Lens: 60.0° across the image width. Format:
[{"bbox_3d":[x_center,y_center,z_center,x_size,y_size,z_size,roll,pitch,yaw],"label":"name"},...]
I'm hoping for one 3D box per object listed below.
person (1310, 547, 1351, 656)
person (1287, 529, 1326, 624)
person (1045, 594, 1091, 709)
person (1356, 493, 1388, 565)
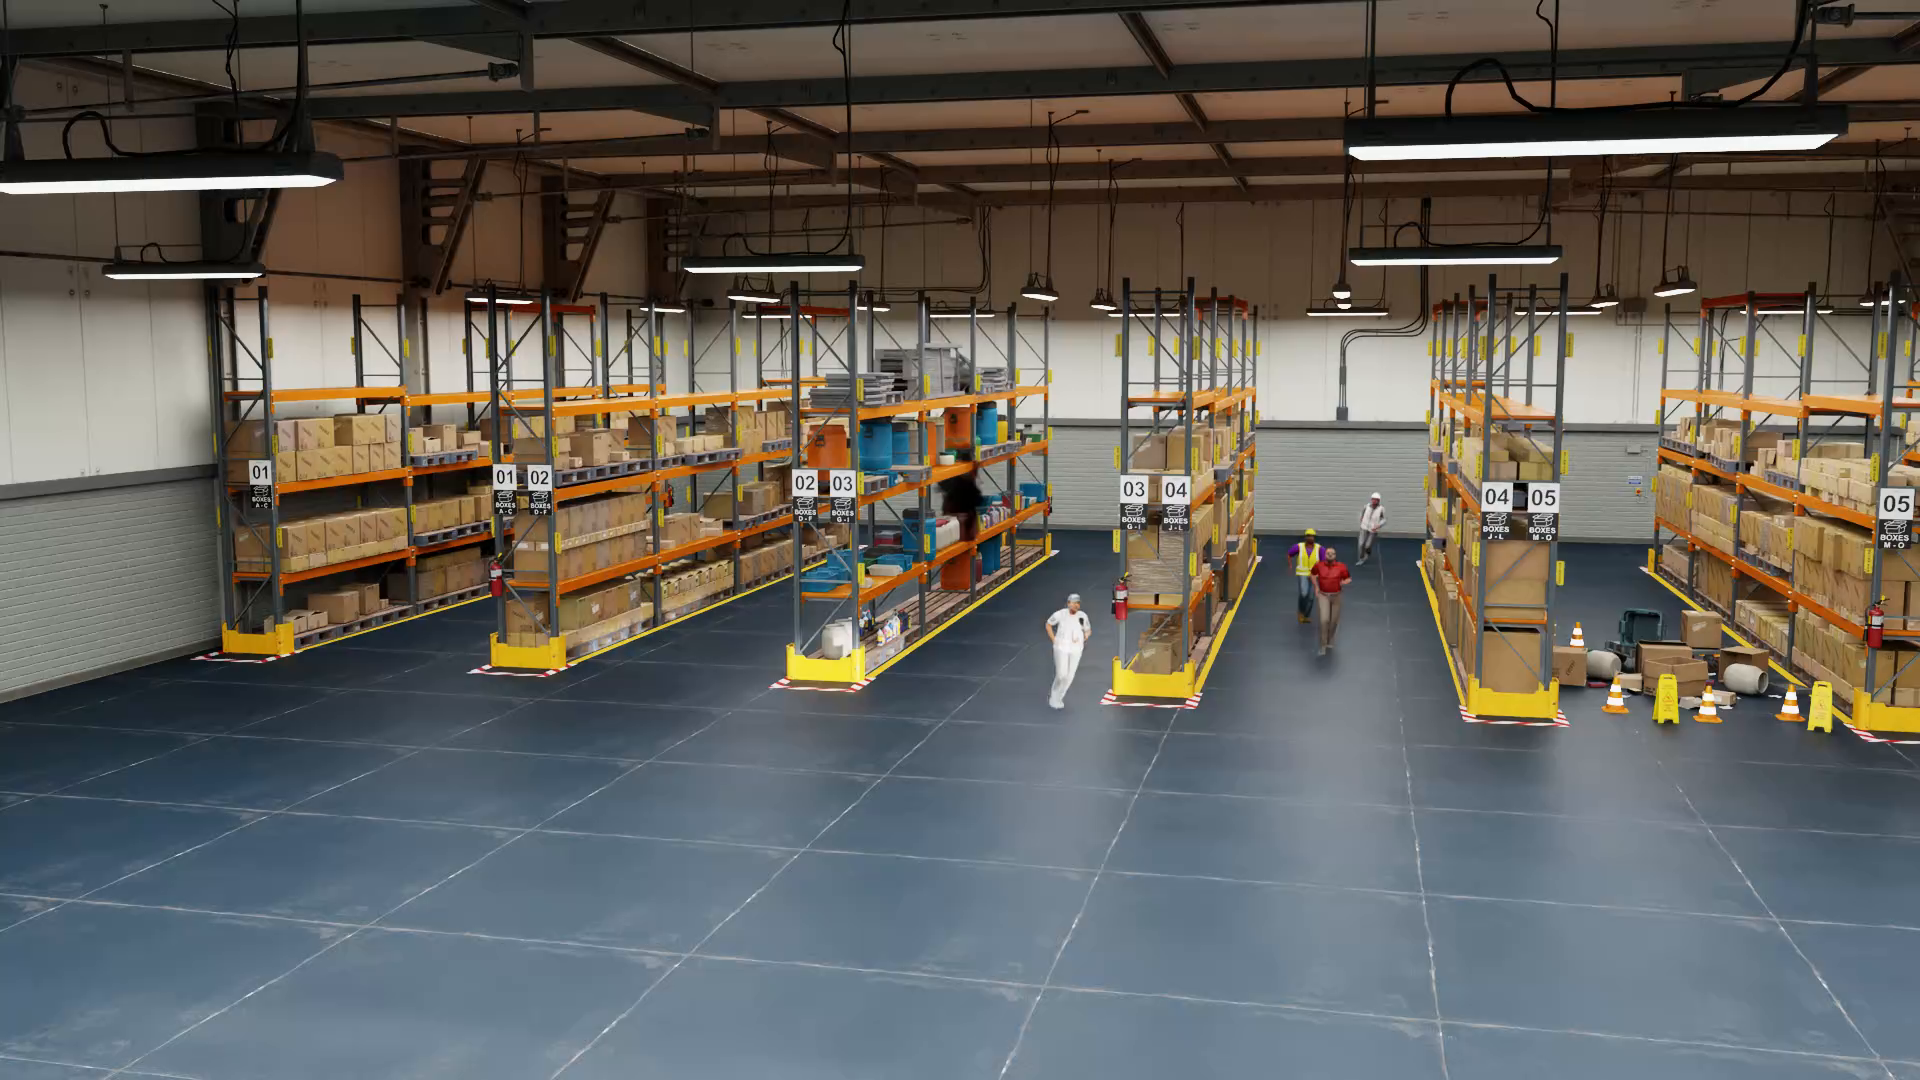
[{"bbox_3d":[6.117,1.011,27.447,0.651,1.793,0.778,1,7,6],"label":"person"},{"bbox_3d":[6.319,0.659,30.196,0.692,1.741,0.660,0,7,1],"label":"person"},{"bbox_3d":[1.528,1.543,23.187,0.607,1.615,0.625,-1,7,-13],"label":"person"},{"bbox_3d":[9.556,-0.258,38.596,0.669,1.693,0.620,5,8,36],"label":"person"}]
